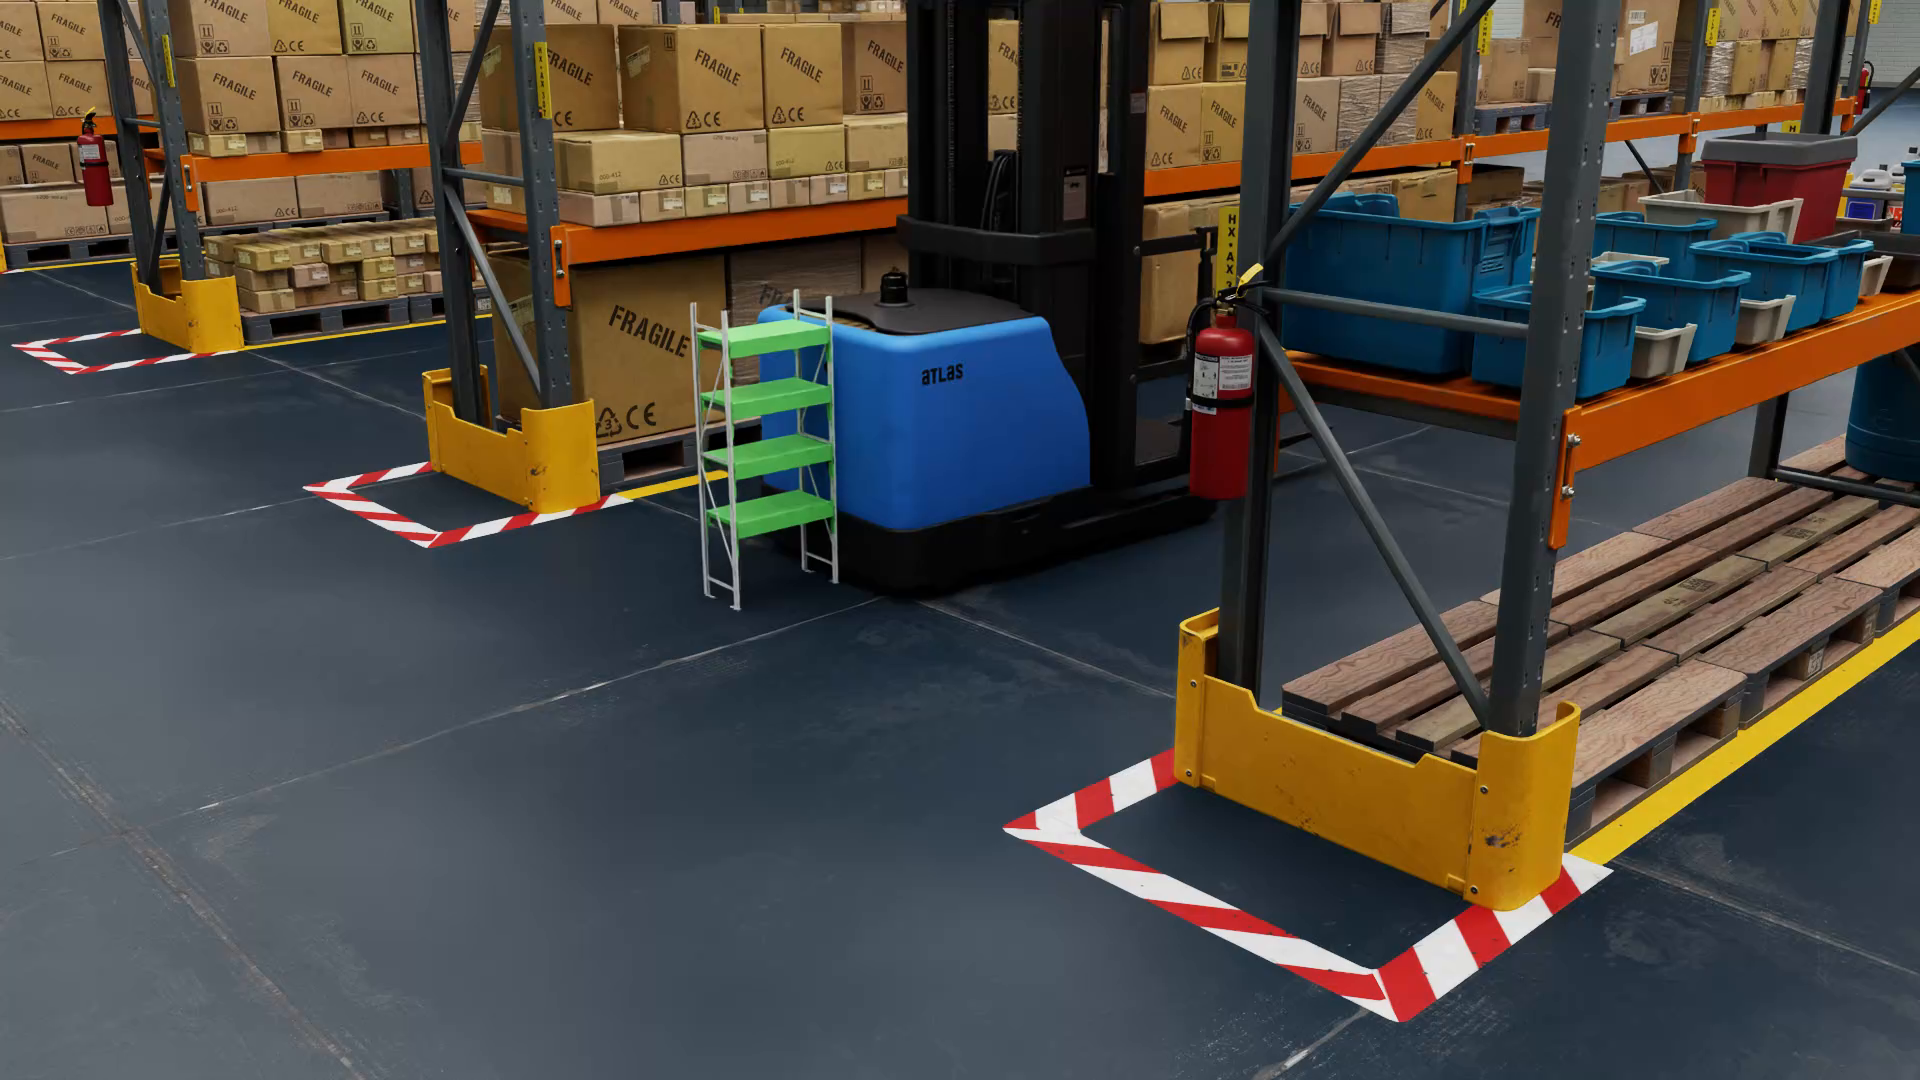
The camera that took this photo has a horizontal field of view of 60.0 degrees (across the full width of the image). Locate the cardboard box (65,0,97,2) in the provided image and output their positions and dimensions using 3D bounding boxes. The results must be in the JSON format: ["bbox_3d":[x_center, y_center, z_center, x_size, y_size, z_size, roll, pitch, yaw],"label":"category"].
[{"bbox_3d":[-7.999,-4.940,15.022,0.380,0.149,0.250,17,25,42],"label":"cardboard box"}]

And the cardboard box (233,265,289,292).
[{"bbox_3d":[-5.003,-1.885,11.894,0.250,0.149,0.380,-15,23,-39],"label":"cardboard box"}]

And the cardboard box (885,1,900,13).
[{"bbox_3d":[-0.988,-6.877,21.455,0.380,0.149,0.250,17,25,42],"label":"cardboard box"}]

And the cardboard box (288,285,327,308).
[{"bbox_3d":[-4.826,-1.803,12.124,0.250,0.149,0.380,-16,24,-41],"label":"cardboard box"}]

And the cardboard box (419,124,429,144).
[{"bbox_3d":[-4.001,-3.064,12.479,0.250,0.149,0.380,-15,23,-39],"label":"cardboard box"}]

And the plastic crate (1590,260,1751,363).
[{"bbox_3d":[2.061,-0.670,4.863,0.300,0.233,0.416,-16,24,-41],"label":"plastic crate"}]

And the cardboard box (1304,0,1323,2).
[{"bbox_3d":[3.770,-6.187,19.711,0.550,0.550,0.875,-16,24,-41],"label":"cardboard box"}]

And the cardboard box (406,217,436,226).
[{"bbox_3d":[-4.200,-2.469,13.212,0.250,0.149,0.380,-16,24,-41],"label":"cardboard box"}]

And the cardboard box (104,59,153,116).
[{"bbox_3d":[-7.758,-4.236,15.526,0.500,0.500,0.500,-16,24,-41],"label":"cardboard box"}]

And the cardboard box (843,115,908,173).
[{"bbox_3d":[-0.576,-2.154,9.025,0.500,0.250,0.500,-17,24,-42],"label":"cardboard box"}]

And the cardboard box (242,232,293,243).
[{"bbox_3d":[-5.128,-2.182,12.329,0.250,0.149,0.380,-16,24,-40],"label":"cardboard box"}]

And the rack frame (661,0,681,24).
[{"bbox_3d":[-2.654,-3.694,14.015,0.127,3.000,1.000,-16,24,-41],"label":"rack frame"}]

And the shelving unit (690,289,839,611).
[{"bbox_3d":[-0.774,-0.366,6.667,0.503,1.200,0.258,-15,23,-38],"label":"shelving unit"}]

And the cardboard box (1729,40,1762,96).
[{"bbox_3d":[7.250,-4.625,16.241,0.500,0.500,0.875,-16,24,-41],"label":"cardboard box"}]

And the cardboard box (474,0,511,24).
[{"bbox_3d":[-3.563,-3.983,12.639,0.500,0.500,0.500,-15,24,-39],"label":"cardboard box"}]

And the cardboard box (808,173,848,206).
[{"bbox_3d":[-0.809,-1.868,8.791,0.250,0.149,0.380,-17,24,-41],"label":"cardboard box"}]

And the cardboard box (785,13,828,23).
[{"bbox_3d":[-1.981,-6.288,20.689,0.500,0.500,0.500,-16,24,-40],"label":"cardboard box"}]

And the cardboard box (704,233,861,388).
[{"bbox_3d":[-1.155,-1.249,9.237,0.875,0.875,0.875,-16,24,-41],"label":"cardboard box"}]

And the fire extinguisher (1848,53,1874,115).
[{"bbox_3d":[9.799,-4.988,18.131,0.183,0.674,0.296,-16,24,-41],"label":"fire extinguisher"}]

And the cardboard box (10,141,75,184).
[{"bbox_3d":[-10.838,-4.427,19.647,0.500,0.500,0.500,-16,24,-40],"label":"cardboard box"}]

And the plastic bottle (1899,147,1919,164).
[{"bbox_3d":[4.526,-1.696,7.931,0.185,0.351,0.144,-16,24,-41],"label":"plastic bottle"}]

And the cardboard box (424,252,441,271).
[{"bbox_3d":[-4.091,-2.176,12.793,0.250,0.149,0.380,-15,23,-38],"label":"cardboard box"}]

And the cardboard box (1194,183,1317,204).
[{"bbox_3d":[1.780,-2.080,11.800,1.225,0.875,0.875,17,24,42],"label":"cardboard box"}]

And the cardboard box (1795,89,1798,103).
[{"bbox_3d":[8.437,-4.609,17.245,0.250,0.149,0.380,-16,24,-41],"label":"cardboard box"}]

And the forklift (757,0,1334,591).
[{"bbox_3d":[0.570,-1.546,7.501,3.031,2.935,1.130,-15,23,-38],"label":"forklift"}]

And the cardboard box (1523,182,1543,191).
[{"bbox_3d":[5.267,-2.936,15.015,0.700,0.500,0.500,15,23,39],"label":"cardboard box"}]

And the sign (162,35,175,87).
[{"bbox_3d":[-5.188,-3.137,10.892,0.005,0.325,0.100,-16,24,-41],"label":"sign"}]

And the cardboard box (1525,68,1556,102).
[{"bbox_3d":[4.963,-3.841,14.029,0.500,0.250,0.500,17,25,42],"label":"cardboard box"}]

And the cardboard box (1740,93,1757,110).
[{"bbox_3d":[7.594,-4.323,16.362,0.250,0.149,0.380,-16,24,-41],"label":"cardboard box"}]

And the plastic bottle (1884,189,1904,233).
[{"bbox_3d":[4.247,-1.489,7.535,0.097,0.201,0.097,0,18,0],"label":"plastic bottle"}]

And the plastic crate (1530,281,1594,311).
[{"bbox_3d":[1.865,-0.778,5.352,0.243,0.136,0.396,-16,24,-41],"label":"plastic crate"}]

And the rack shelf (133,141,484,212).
[{"bbox_3d":[-4.107,-2.928,12.819,4.000,0.370,1.077,-16,24,-41],"label":"rack shelf"}]

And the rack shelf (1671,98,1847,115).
[{"bbox_3d":[7.946,-4.431,17.137,3.809,0.124,0.919,-16,24,-41],"label":"rack shelf"}]

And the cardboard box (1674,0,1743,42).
[{"bbox_3d":[6.995,-4.959,15.652,0.500,0.500,0.500,-16,24,-41],"label":"cardboard box"}]

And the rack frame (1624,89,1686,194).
[{"bbox_3d":[6.491,-4.257,15.751,0.053,2.616,0.949,-16,24,-41],"label":"rack frame"}]

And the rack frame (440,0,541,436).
[{"bbox_3d":[-2.228,-1.714,7.908,0.053,2.616,0.949,-16,24,-41],"label":"rack frame"}]

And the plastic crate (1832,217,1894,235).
[{"bbox_3d":[3.647,-1.288,6.923,0.243,0.136,0.396,-16,24,-41],"label":"plastic crate"}]

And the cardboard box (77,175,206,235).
[{"bbox_3d":[-7.965,-3.273,16.191,0.875,0.438,0.875,-15,24,-39],"label":"cardboard box"}]

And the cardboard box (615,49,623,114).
[{"bbox_3d":[-2.811,-3.717,13.442,0.500,0.500,0.500,-16,24,-41],"label":"cardboard box"}]

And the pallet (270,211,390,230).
[{"bbox_3d":[-6.735,-3.312,17.357,1.213,0.211,1.003,-16,24,-41],"label":"pallet"}]

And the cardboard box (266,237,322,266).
[{"bbox_3d":[-4.829,-2.093,12.055,0.250,0.149,0.380,-16,24,-40],"label":"cardboard box"}]

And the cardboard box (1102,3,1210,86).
[{"bbox_3d":[1.139,-3.223,10.773,0.637,0.503,0.797,-17,25,-42],"label":"cardboard box"}]

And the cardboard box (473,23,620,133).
[{"bbox_3d":[-2.053,-2.303,8.268,0.500,0.500,0.500,-16,24,-40],"label":"cardboard box"}]

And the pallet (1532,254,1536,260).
[{"bbox_3d":[5.042,-2.505,14.868,1.213,0.211,1.003,-16,24,-41],"label":"pallet"}]

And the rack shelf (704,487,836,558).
[{"bbox_3d":[-0.774,-0.076,6.760,0.480,0.148,0.258,-15,23,-38],"label":"rack shelf"}]

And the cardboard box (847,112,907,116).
[{"bbox_3d":[-0.578,-2.375,9.708,0.500,0.250,0.500,-16,24,-39],"label":"cardboard box"}]

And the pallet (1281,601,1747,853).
[{"bbox_3d":[1.803,0.557,5.425,1.213,0.211,1.003,-16,24,-41],"label":"pallet"}]

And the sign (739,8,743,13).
[{"bbox_3d":[-3.349,-7.982,25.492,0.005,0.325,0.100,-16,24,-41],"label":"sign"}]

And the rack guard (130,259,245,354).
[{"bbox_3d":[-5.505,-1.673,11.836,0.348,0.500,1.175,-16,24,-41],"label":"rack guard"}]

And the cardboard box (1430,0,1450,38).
[{"bbox_3d":[5.769,-6.752,21.452,0.550,0.550,0.875,-16,24,-41],"label":"cardboard box"}]

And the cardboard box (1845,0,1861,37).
[{"bbox_3d":[9.170,-5.597,17.617,0.500,0.500,0.500,-16,24,-41],"label":"cardboard box"}]
